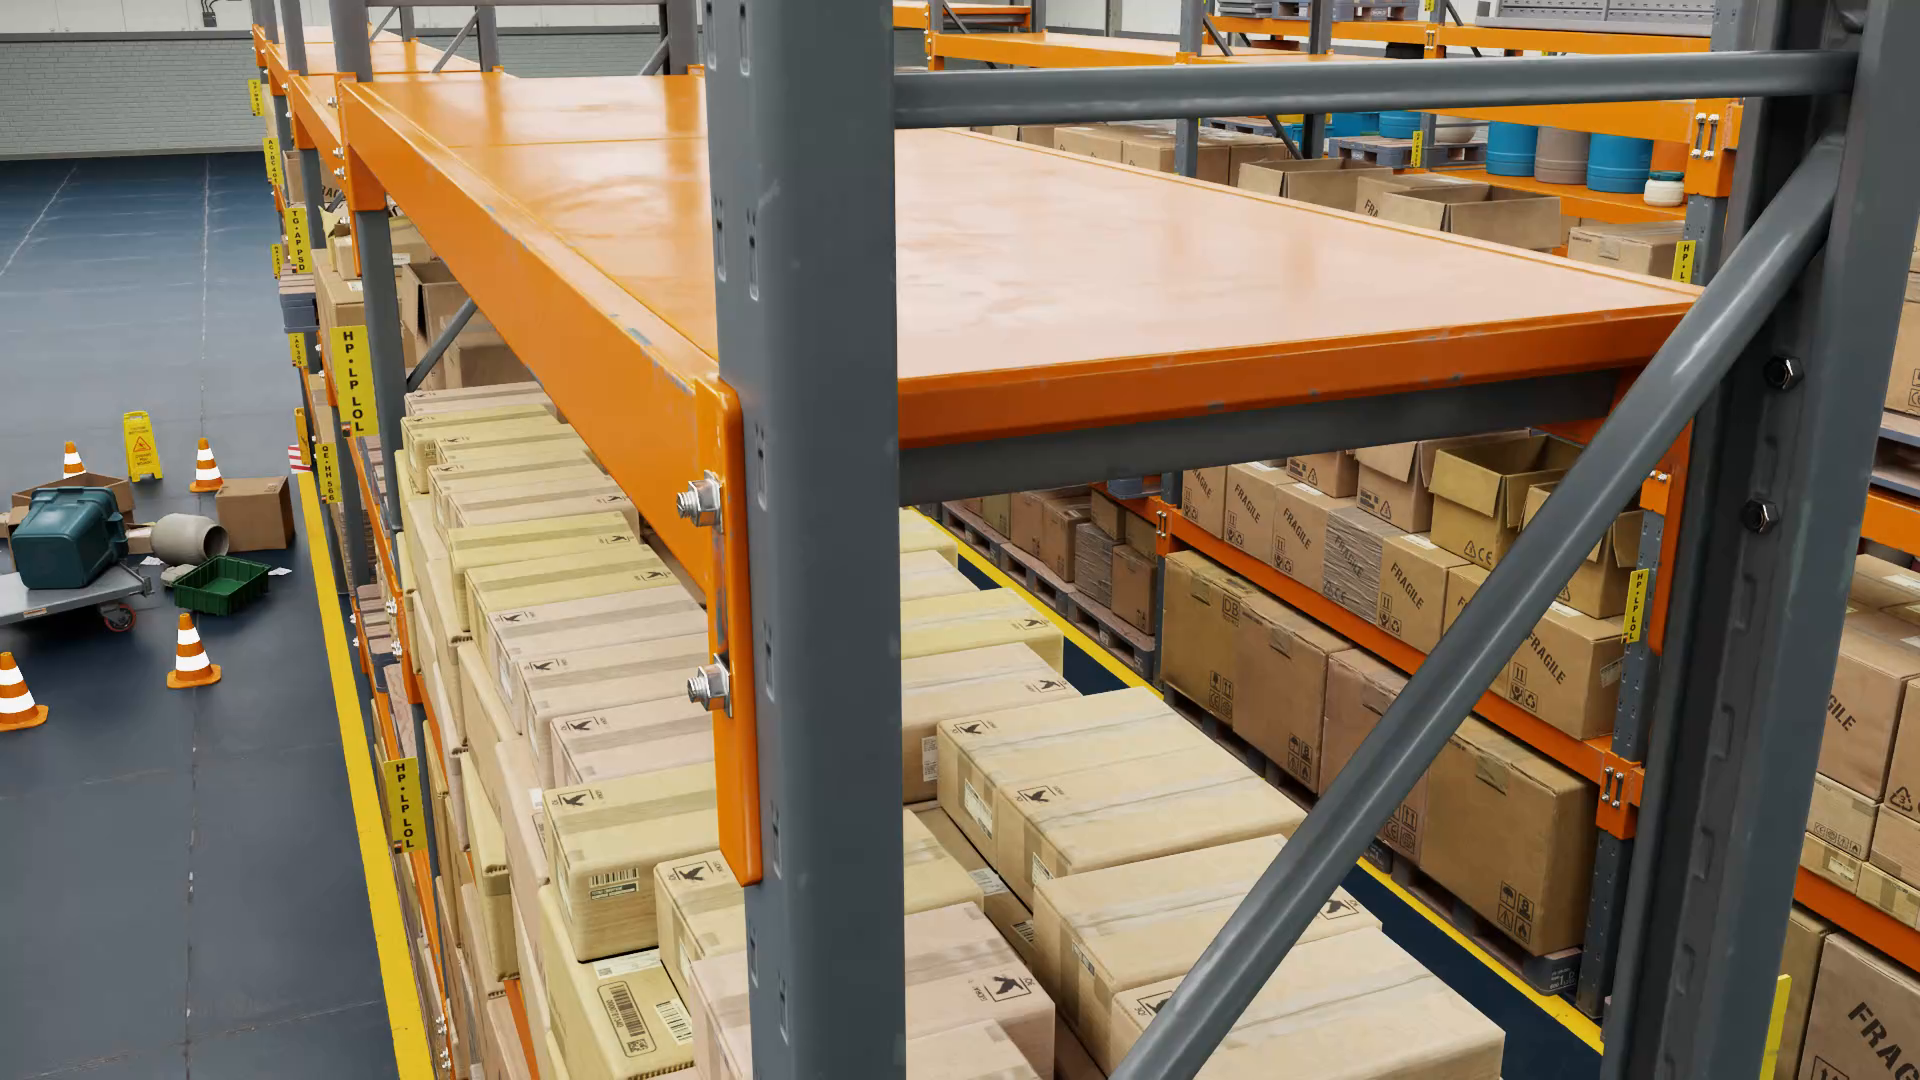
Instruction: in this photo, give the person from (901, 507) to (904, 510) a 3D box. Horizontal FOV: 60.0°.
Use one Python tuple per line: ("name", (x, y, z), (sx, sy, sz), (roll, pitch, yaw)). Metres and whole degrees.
("person", (-0.519, 0.055, 11.446), (0.530, 1.644, 0.523), (15, 24, 36))
